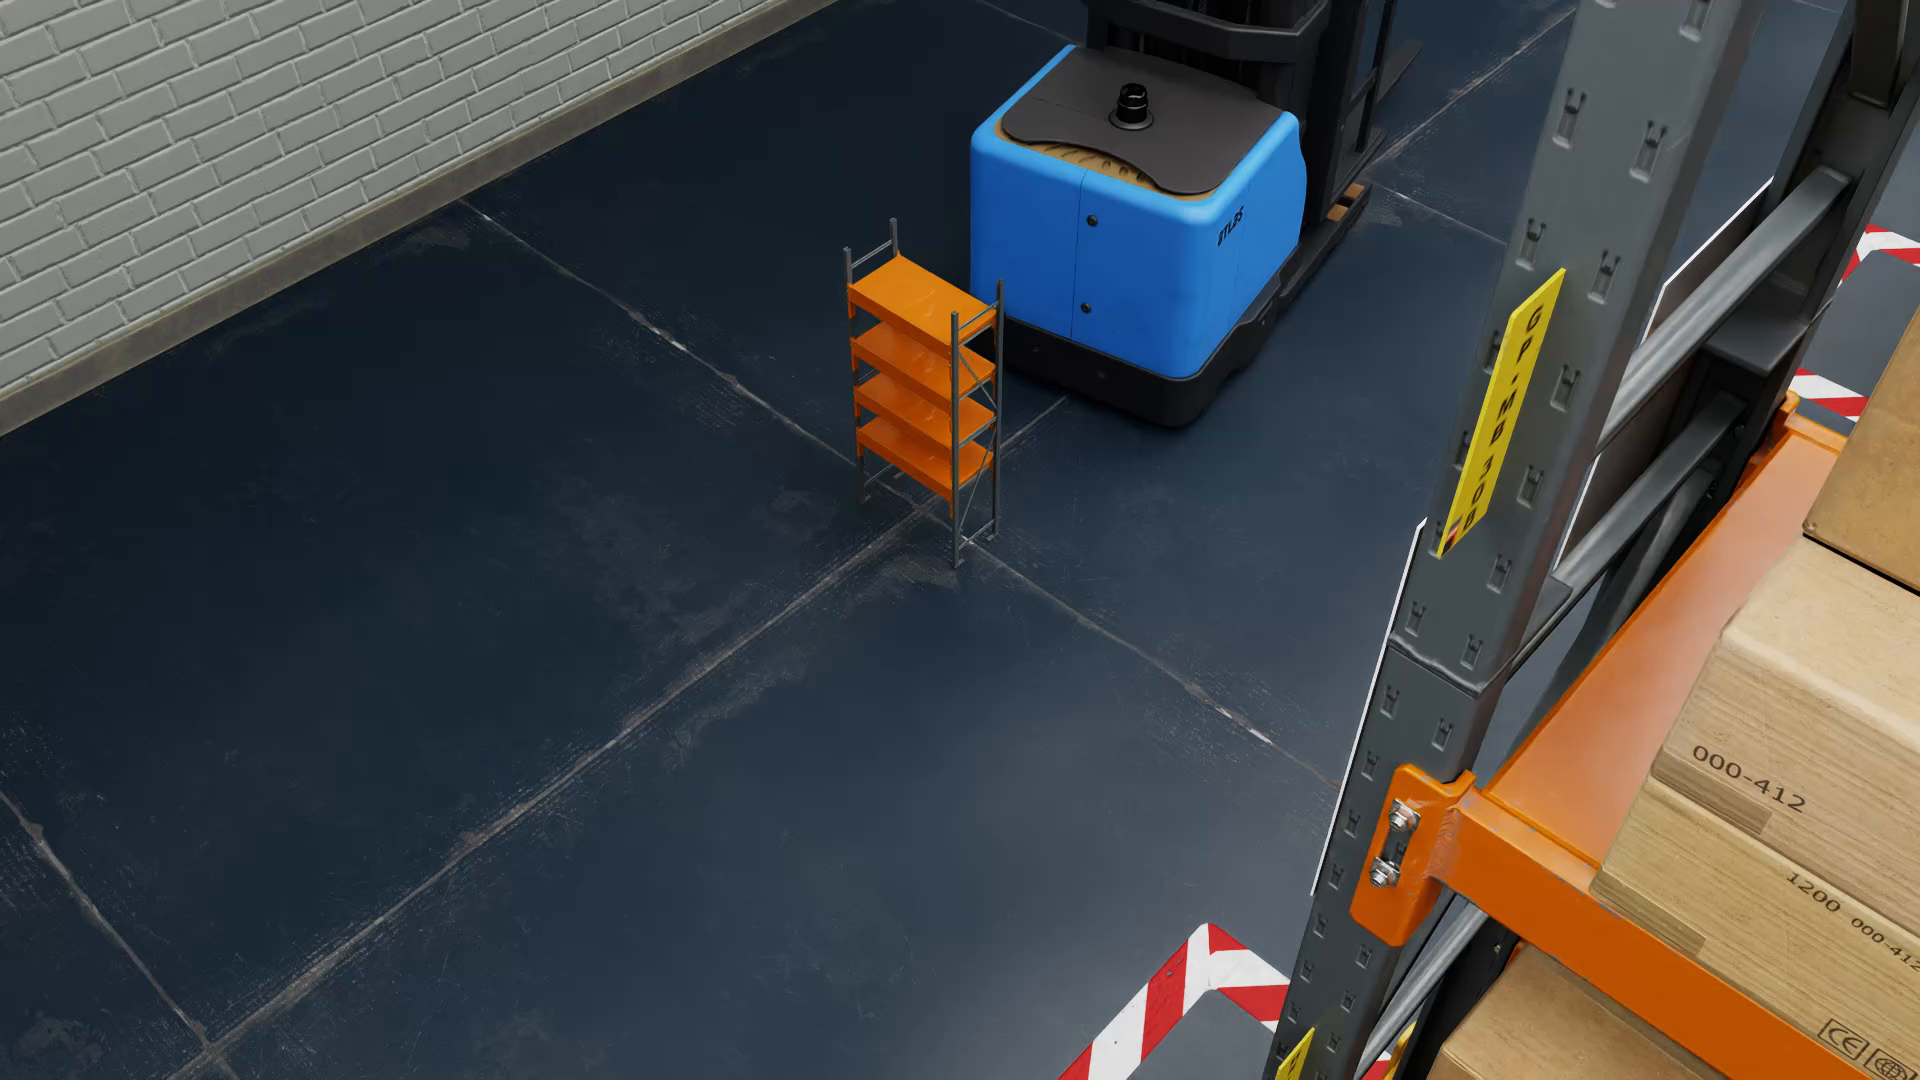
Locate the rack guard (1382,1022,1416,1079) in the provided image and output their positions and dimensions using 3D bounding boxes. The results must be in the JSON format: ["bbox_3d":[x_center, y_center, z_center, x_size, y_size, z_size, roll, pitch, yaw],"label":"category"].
[{"bbox_3d":[0.957,1.810,4.208,0.348,0.500,1.175,34,55,28],"label":"rack guard"}]

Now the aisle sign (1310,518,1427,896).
[{"bbox_3d":[0.652,0.151,2.268,0.004,0.787,0.394,34,55,28],"label":"aisle sign"}]

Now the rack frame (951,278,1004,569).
[{"bbox_3d":[0.058,-0.372,5.776,0.015,1.200,0.240,34,55,28],"label":"rack frame"}]

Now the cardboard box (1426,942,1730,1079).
[{"bbox_3d":[1.049,0.901,2.592,0.500,0.500,0.500,36,56,29],"label":"cardboard box"}]

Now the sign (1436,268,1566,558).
[{"bbox_3d":[0.534,-0.118,1.646,0.005,0.325,0.100,34,55,28],"label":"sign"}]

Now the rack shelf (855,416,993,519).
[{"bbox_3d":[-0.122,-0.311,6.083,0.480,0.148,0.258,34,55,28],"label":"rack shelf"}]

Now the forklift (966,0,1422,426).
[{"bbox_3d":[1.222,-2.514,6.600,1.130,2.935,3.031,24,51,21],"label":"forklift"}]

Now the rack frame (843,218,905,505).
[{"bbox_3d":[-0.301,-0.613,6.003,0.015,1.200,0.240,34,55,28],"label":"rack frame"}]

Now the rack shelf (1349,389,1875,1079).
[{"bbox_3d":[2.371,1.125,1.572,4.000,0.370,1.077,34,55,28],"label":"rack shelf"}]

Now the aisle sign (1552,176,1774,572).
[{"bbox_3d":[1.059,-0.171,2.570,0.004,0.787,0.394,34,55,28],"label":"aisle sign"}]

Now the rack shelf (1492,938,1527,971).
[{"bbox_3d":[2.371,2.152,2.665,4.000,0.370,1.077,34,55,28],"label":"rack shelf"}]

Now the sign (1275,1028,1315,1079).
[{"bbox_3d":[0.534,0.911,2.743,0.005,0.325,0.100,34,55,28],"label":"sign"}]

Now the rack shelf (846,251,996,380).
[{"bbox_3d":[-0.122,-0.762,5.603,0.480,0.148,0.258,34,55,28],"label":"rack shelf"}]

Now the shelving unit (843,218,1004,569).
[{"bbox_3d":[-0.122,-0.493,5.889,0.503,1.200,0.258,34,55,28],"label":"shelving unit"}]

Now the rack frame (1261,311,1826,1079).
[{"bbox_3d":[0.902,0.917,3.332,0.127,3.000,1.000,34,55,28],"label":"rack frame"}]

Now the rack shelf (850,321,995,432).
[{"bbox_3d":[-0.122,-0.600,5.775,0.480,0.148,0.258,34,55,28],"label":"rack shelf"}]

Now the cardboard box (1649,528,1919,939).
[{"bbox_3d":[1.103,0.164,1.741,0.500,0.250,0.500,34,55,28],"label":"cardboard box"}]

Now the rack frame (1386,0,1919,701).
[{"bbox_3d":[0.902,-1.137,1.145,0.127,3.000,1.000,34,55,28],"label":"rack frame"}]

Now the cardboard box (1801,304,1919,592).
[{"bbox_3d":[1.290,-0.241,1.607,0.500,0.500,0.700,34,55,28],"label":"cardboard box"}]

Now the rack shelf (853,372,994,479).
[{"bbox_3d":[-0.122,-0.446,5.938,0.480,0.148,0.258,34,55,28],"label":"rack shelf"}]

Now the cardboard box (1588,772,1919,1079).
[{"bbox_3d":[1.107,0.332,1.926,0.500,0.250,0.500,34,55,28],"label":"cardboard box"}]
